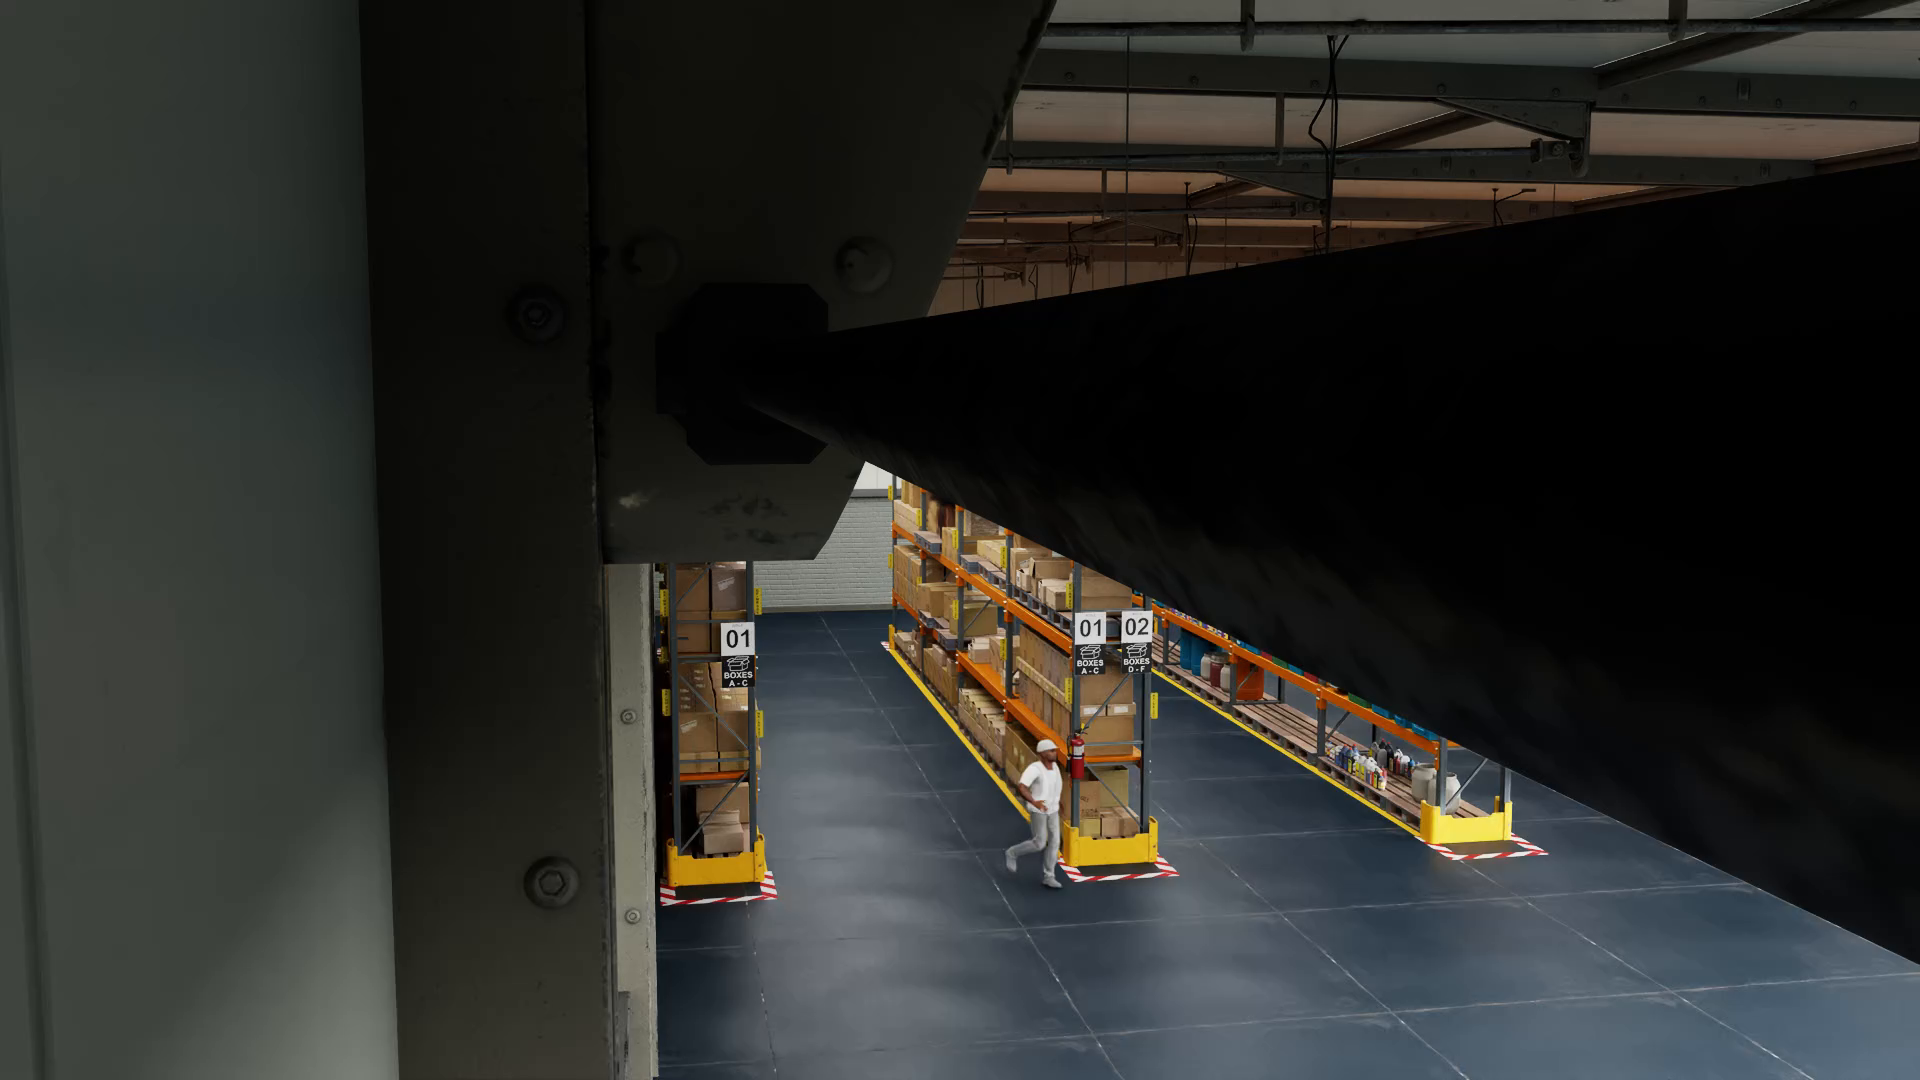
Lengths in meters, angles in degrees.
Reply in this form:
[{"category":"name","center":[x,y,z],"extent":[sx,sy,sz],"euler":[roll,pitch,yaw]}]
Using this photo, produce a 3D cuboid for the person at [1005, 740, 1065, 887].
[{"category":"person","center":[1.033,3.290,20.252],"extent":[0.860,1.718,0.763],"euler":[6,8,42]}]
